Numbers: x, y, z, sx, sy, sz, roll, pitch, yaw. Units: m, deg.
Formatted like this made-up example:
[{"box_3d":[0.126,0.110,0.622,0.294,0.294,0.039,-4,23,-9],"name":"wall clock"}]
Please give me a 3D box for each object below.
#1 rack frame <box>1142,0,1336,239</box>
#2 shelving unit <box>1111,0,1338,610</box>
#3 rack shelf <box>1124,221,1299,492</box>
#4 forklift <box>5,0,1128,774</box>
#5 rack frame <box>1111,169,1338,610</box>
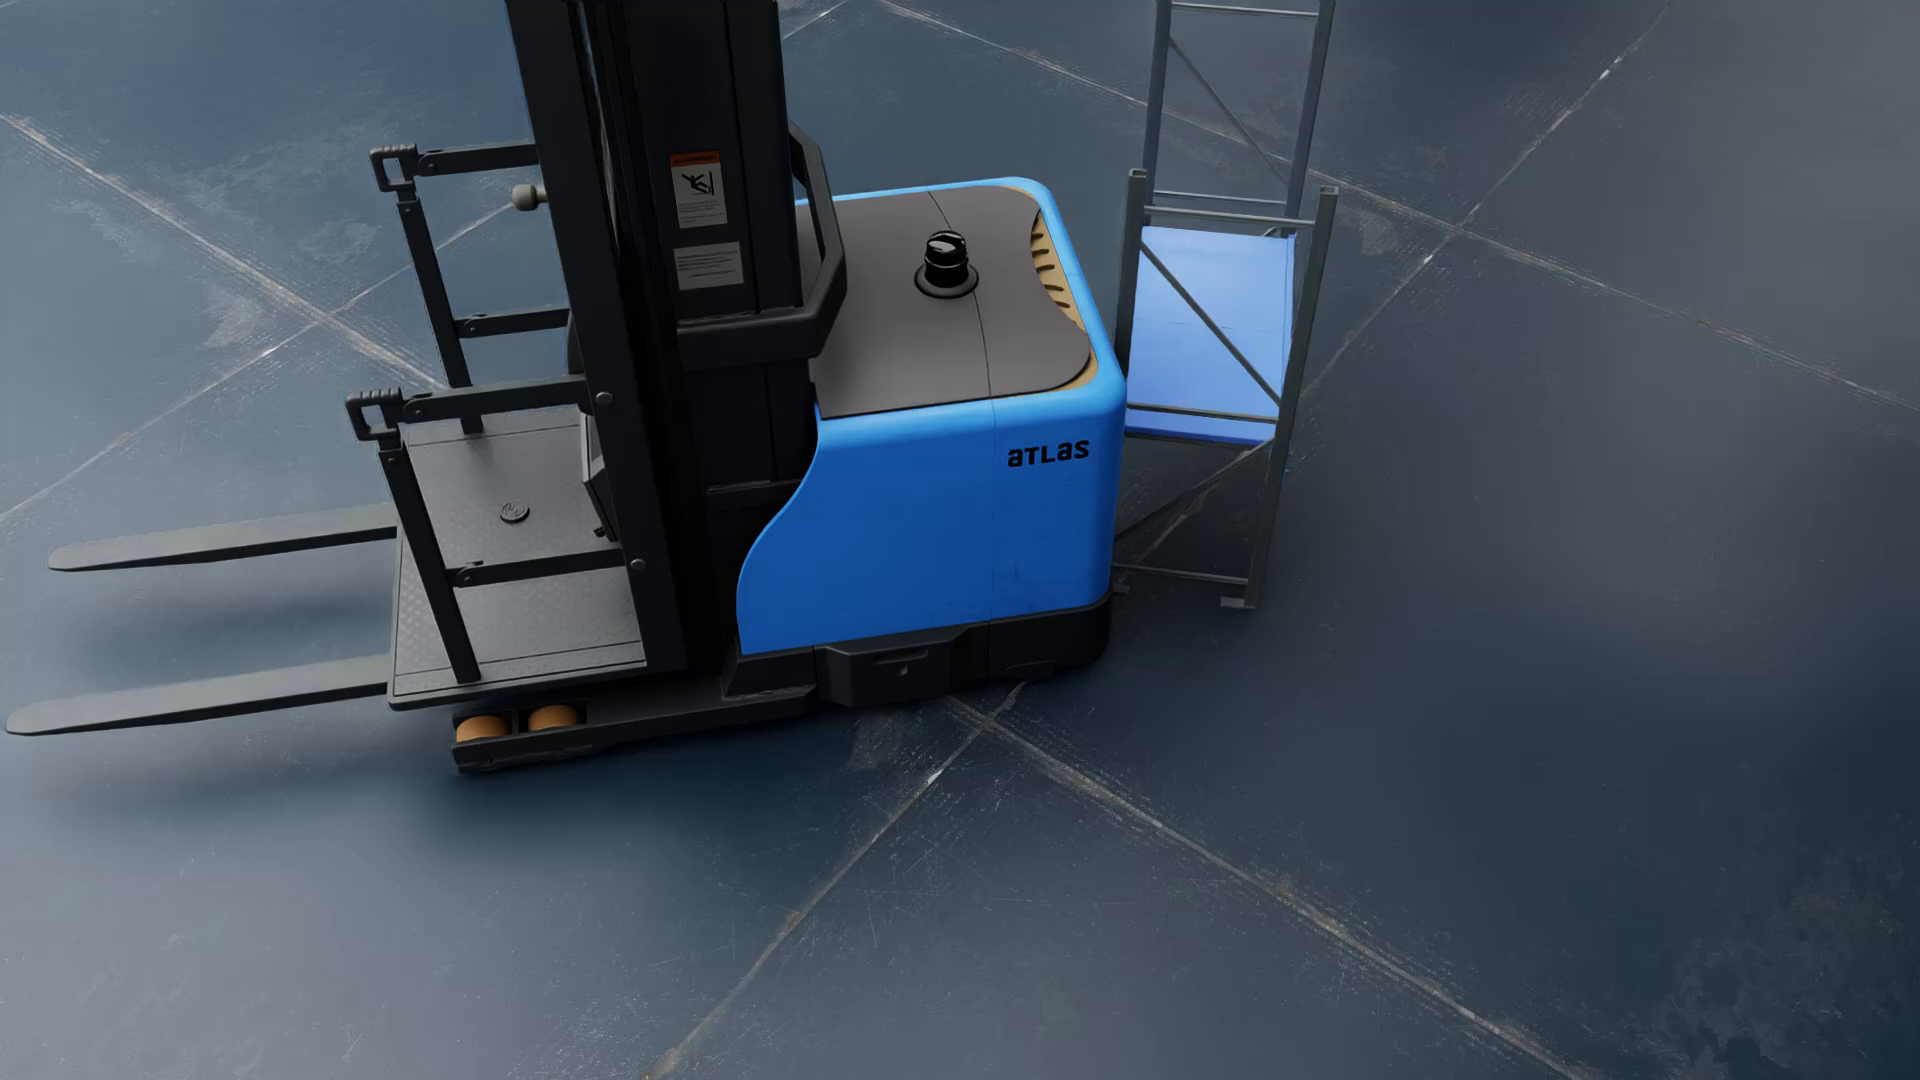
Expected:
[{"box_3d":[0.816,-1.071,5.235,0.500,1.500,0.032,7,47,6],"name":"rack frame"},{"box_3d":[0.736,-0.707,4.889,0.538,1.500,1.048,7,47,6],"name":"shelving unit"},{"box_3d":[0.736,-0.583,5.019,0.538,0.185,1.000,7,47,6],"name":"rack shelf"},{"box_3d":[-1.132,-0.786,3.974,3.031,2.935,1.130,-8,47,-7],"name":"forklift"},{"box_3d":[0.657,-0.344,4.542,0.500,1.500,0.032,7,47,6],"name":"rack frame"}]
